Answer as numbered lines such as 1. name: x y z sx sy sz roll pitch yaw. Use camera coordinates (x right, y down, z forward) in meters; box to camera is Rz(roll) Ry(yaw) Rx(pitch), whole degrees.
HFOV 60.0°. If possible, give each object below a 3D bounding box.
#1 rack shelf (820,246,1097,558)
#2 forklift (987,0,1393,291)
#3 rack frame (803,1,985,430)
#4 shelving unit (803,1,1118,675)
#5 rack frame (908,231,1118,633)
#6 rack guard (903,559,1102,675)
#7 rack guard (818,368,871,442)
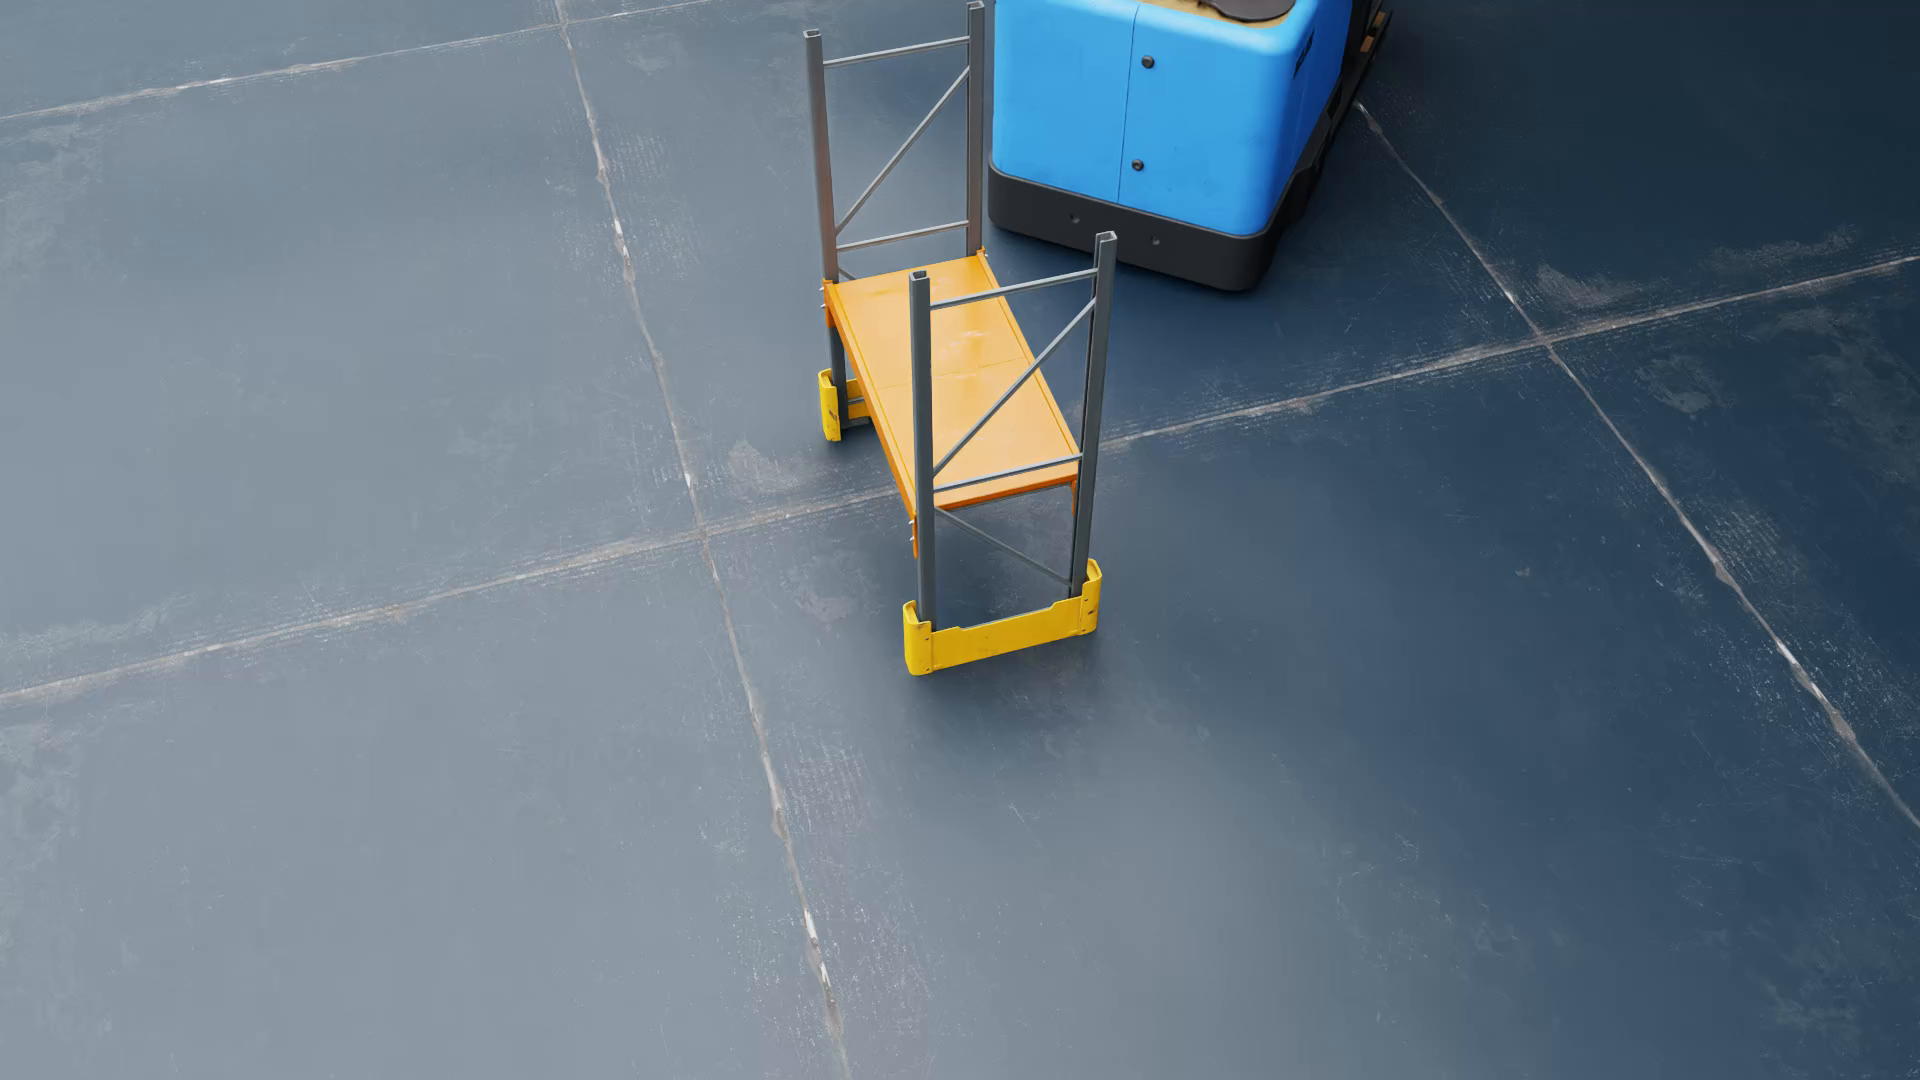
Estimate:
1. rack shelf: -0.025 -0.430 4.867 0.538 0.185 1.000 -13 51 -11
2. forklift: 1.153 -2.977 5.843 1.130 2.935 3.031 18 52 15
3. rack frame: -0.176 -0.917 5.042 0.500 1.500 0.032 -13 51 -11
4. shelving unit: -0.023 -0.539 4.724 0.587 1.500 1.083 -13 51 -11
5. rack frame: 0.125 -0.174 4.416 0.500 1.500 0.032 -13 51 -11
6. rack guard: 0.125 0.227 4.895 0.587 0.250 0.087 -13 51 -11
7. rack guard: -0.170 -0.500 5.508 0.587 0.250 0.087 -13 51 -11
